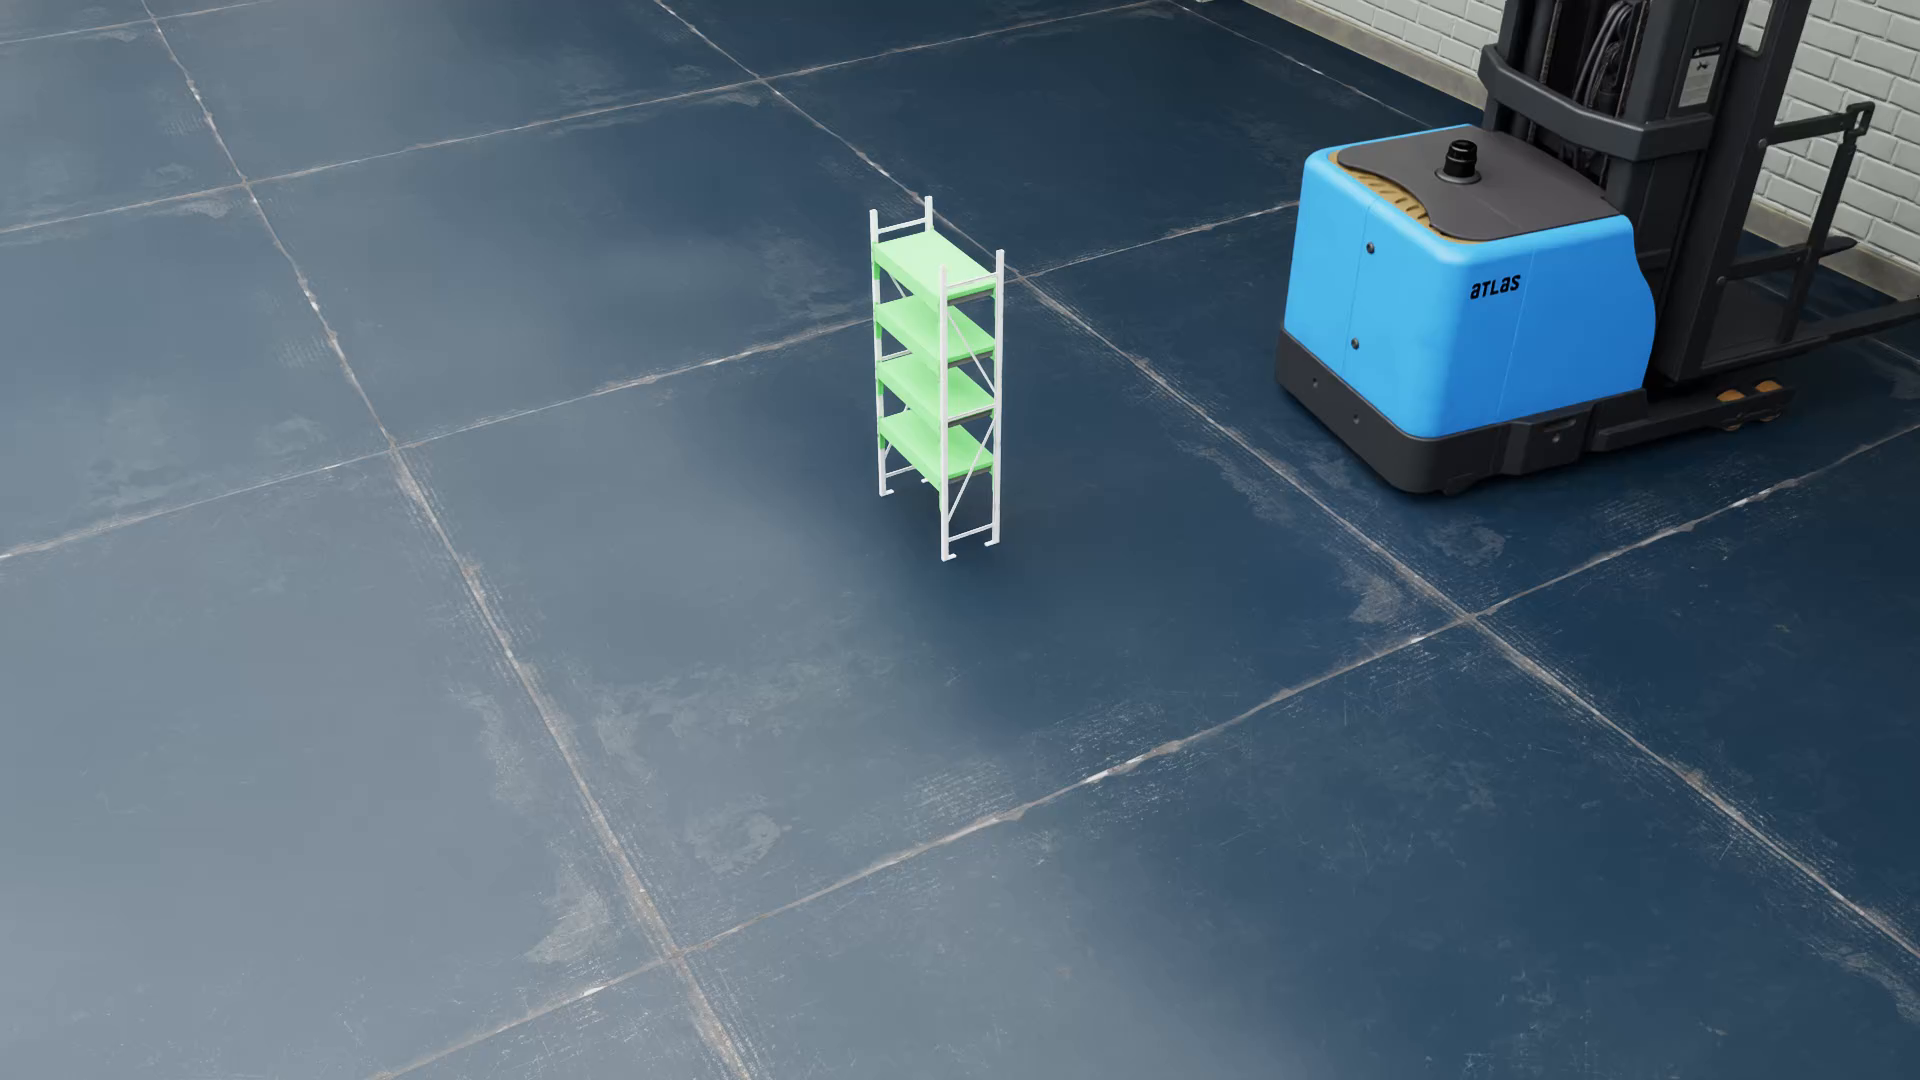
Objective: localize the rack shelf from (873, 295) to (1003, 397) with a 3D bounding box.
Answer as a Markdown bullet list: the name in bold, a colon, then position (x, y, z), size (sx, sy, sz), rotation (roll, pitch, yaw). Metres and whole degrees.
- **rack shelf**: position (-0.083, -0.711, 5.908), size (0.258, 0.148, 0.480), rotation (-19, 40, -24)

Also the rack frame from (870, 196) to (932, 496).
- **rack frame**: position (-0.206, -0.693, 6.182), size (0.240, 1.200, 0.015), rotation (-19, 40, -24)

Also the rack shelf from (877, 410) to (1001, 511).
- **rack shelf**: position (-0.083, -0.324, 6.191), size (0.258, 0.148, 0.480), rotation (-19, 40, -24)

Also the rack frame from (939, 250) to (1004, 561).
- **rack frame**: position (0.039, -0.445, 5.841), size (0.240, 1.200, 0.015), rotation (-19, 40, -24)

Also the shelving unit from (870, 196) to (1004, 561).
- **shelving unit**: position (-0.083, -0.569, 6.012), size (0.258, 1.200, 0.503), rotation (-19, 40, -24)

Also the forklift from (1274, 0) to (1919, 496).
- **forklift**: position (2.906, -1.909, 6.379), size (3.031, 2.935, 1.130), rotation (-14, 38, -18)

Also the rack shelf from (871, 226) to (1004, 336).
- **rack shelf**: position (-0.083, -0.905, 5.766), size (0.258, 0.148, 0.480), rotation (-19, 40, -24)

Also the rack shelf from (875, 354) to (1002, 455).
- **rack shelf**: position (-0.083, -0.517, 6.049), size (0.258, 0.148, 0.480), rotation (-19, 40, -24)
